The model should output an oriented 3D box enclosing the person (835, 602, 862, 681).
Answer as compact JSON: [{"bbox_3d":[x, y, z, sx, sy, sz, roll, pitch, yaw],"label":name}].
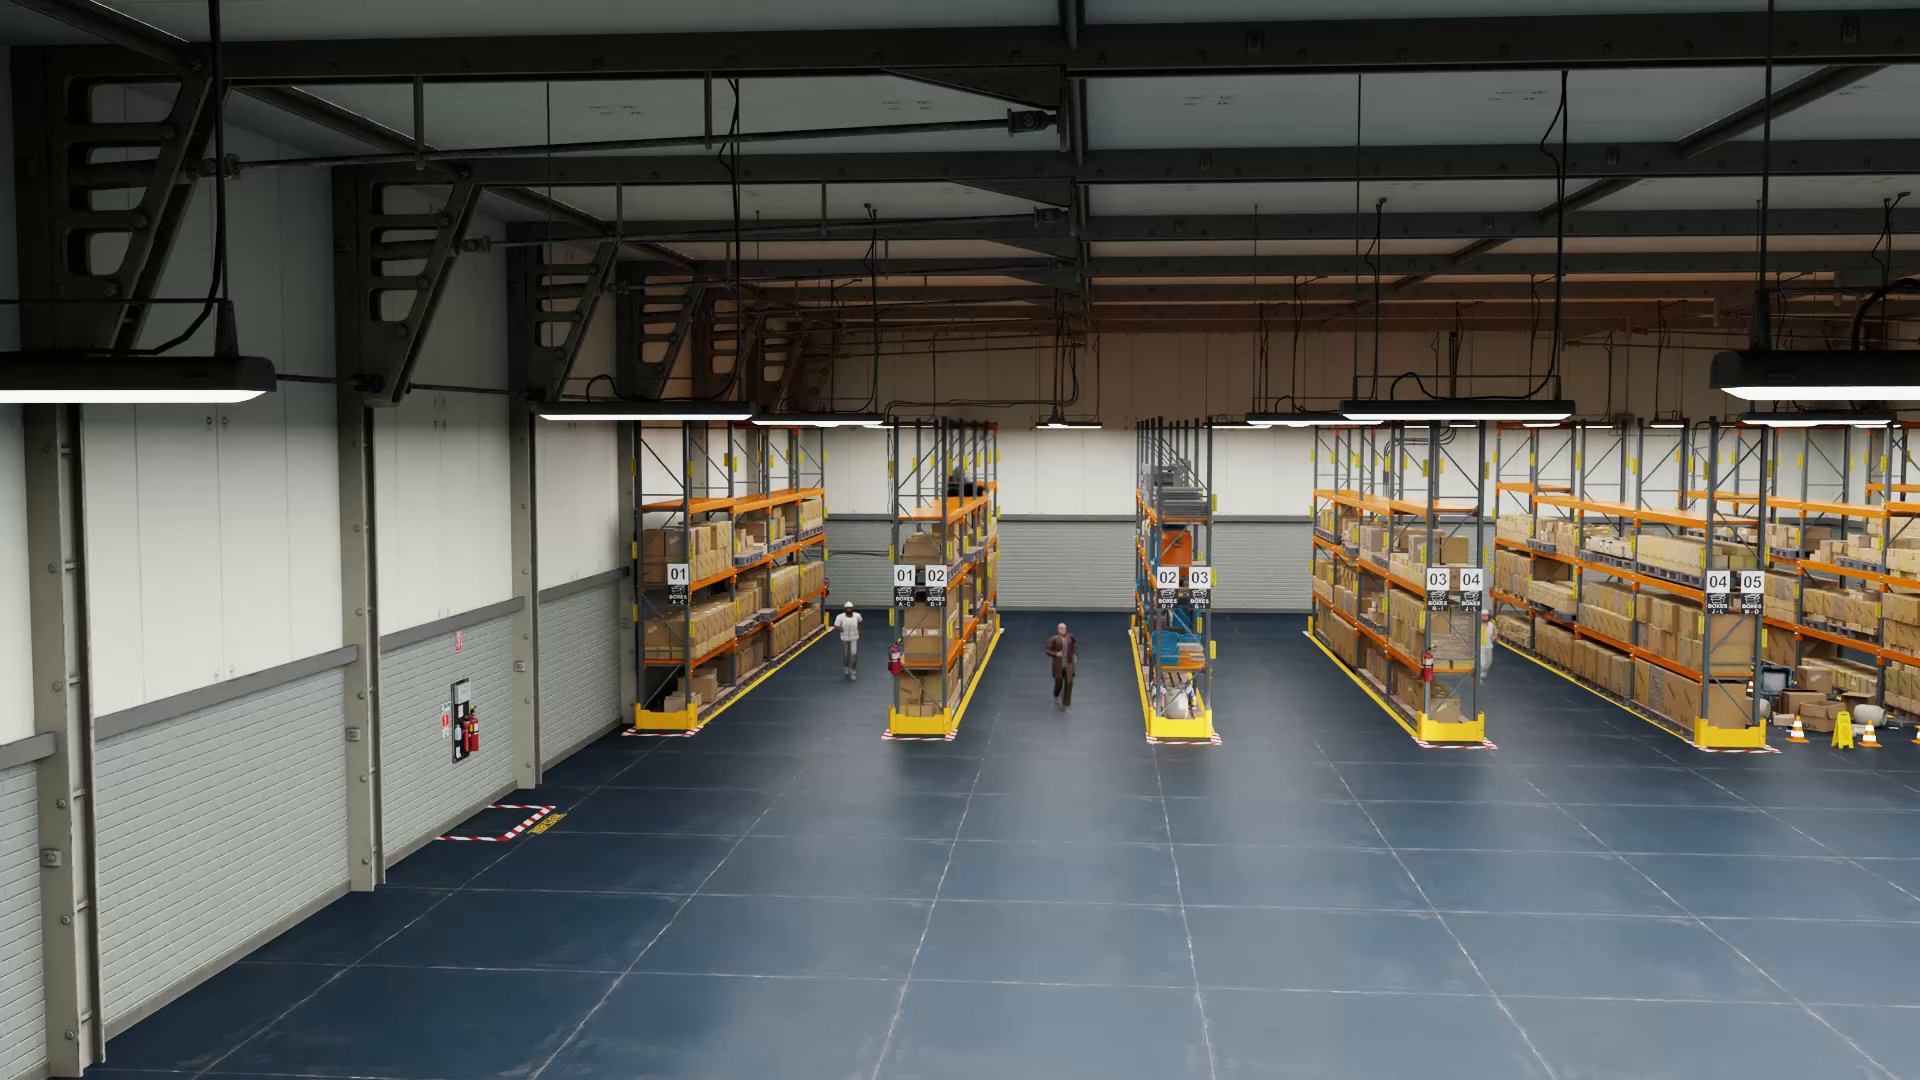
[{"bbox_3d":[-2.586,2.314,38.558,0.640,1.796,0.890,0,4,-3],"label":"person"}]

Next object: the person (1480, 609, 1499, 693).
[{"bbox_3d":[11.529,2.436,36.630,0.650,1.820,0.749,0,4,-5],"label":"person"}]

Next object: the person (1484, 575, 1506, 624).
[{"bbox_3d":[15.231,1.792,47.281,0.661,1.722,0.695,-1,4,-19],"label":"person"}]

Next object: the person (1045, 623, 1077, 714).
[{"bbox_3d":[2.084,2.623,34.169,0.738,1.853,0.971,-1,4,-14],"label":"person"}]
